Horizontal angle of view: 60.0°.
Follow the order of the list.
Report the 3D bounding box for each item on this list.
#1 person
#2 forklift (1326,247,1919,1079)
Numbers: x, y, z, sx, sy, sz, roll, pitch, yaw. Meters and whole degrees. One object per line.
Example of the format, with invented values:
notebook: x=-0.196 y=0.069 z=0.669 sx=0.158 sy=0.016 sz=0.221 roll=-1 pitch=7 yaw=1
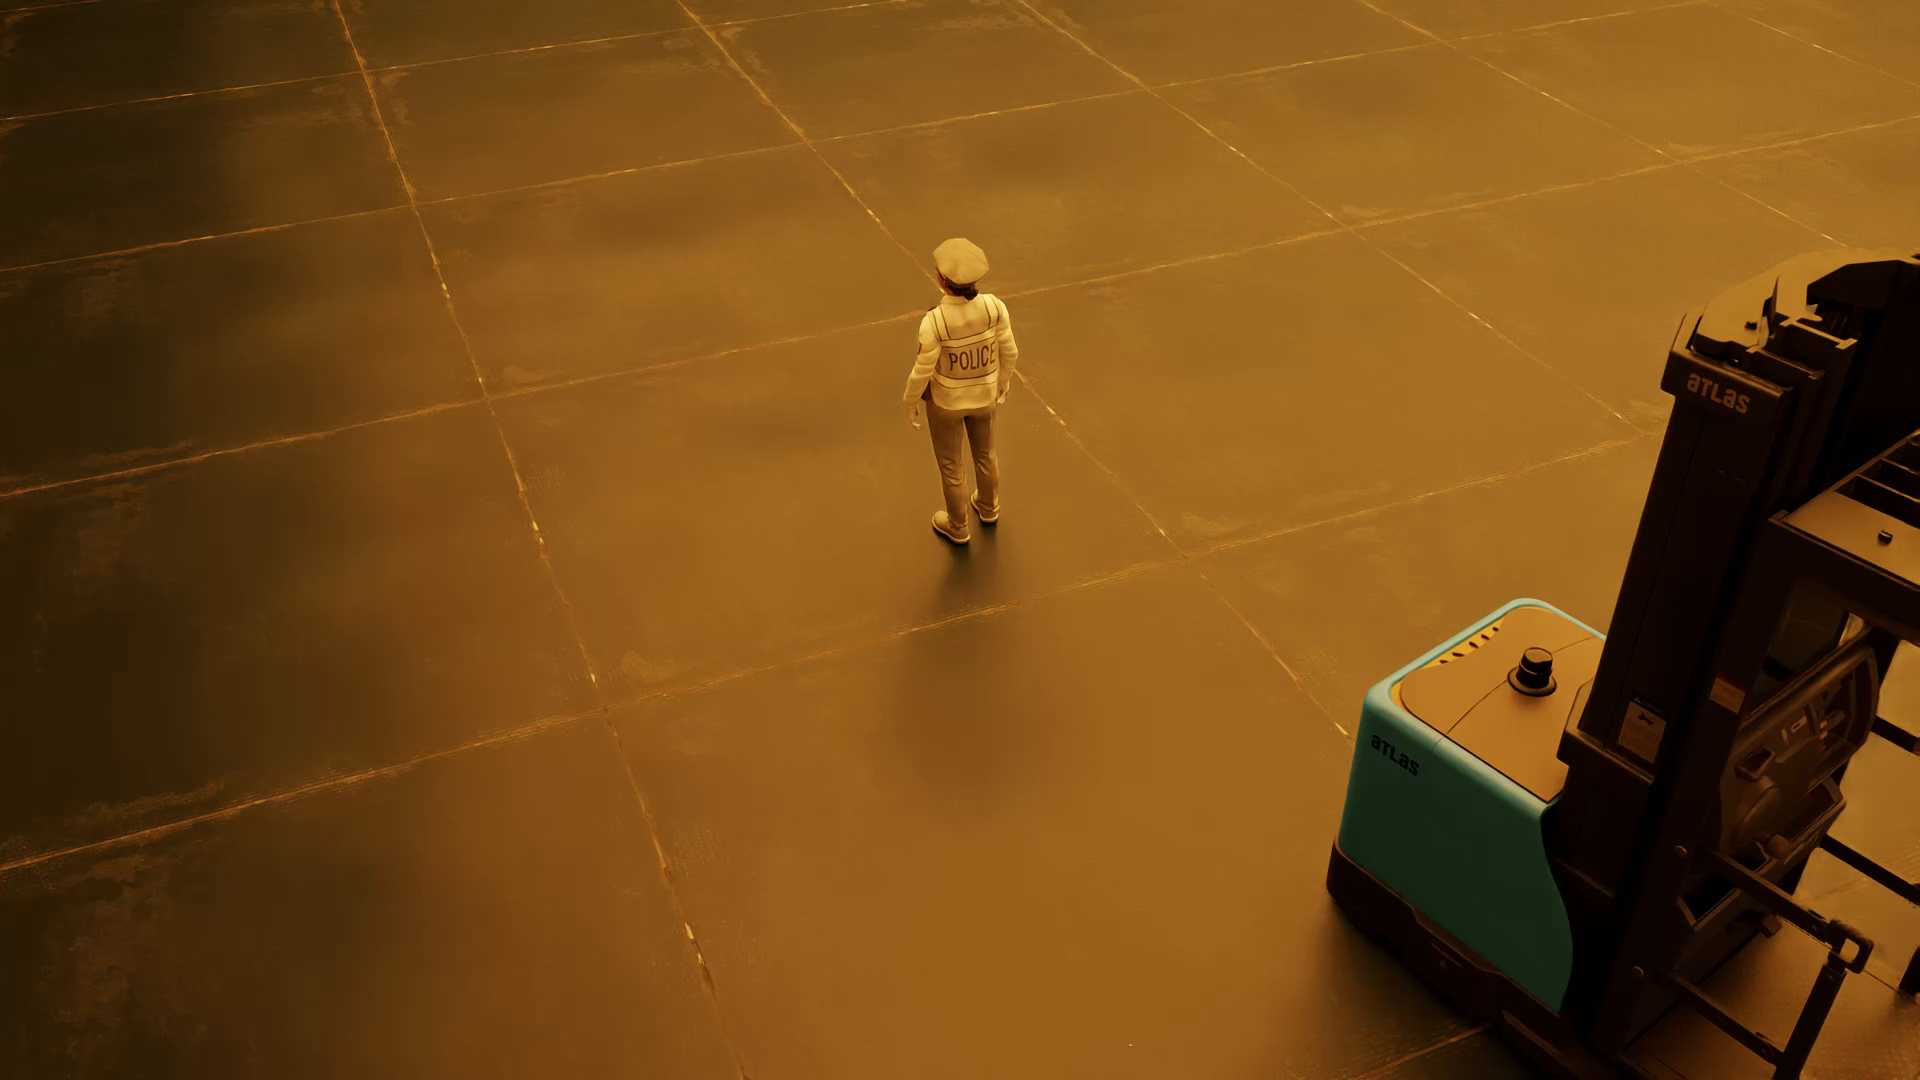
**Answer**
person: x=-0.020 y=-0.735 z=8.186 sx=0.587 sy=1.694 sz=0.530 roll=-14 pitch=38 yaw=-19
forklift: x=2.757 y=0.724 z=5.080 sx=1.130 sy=2.935 sz=3.031 roll=-25 pitch=42 yaw=-30
